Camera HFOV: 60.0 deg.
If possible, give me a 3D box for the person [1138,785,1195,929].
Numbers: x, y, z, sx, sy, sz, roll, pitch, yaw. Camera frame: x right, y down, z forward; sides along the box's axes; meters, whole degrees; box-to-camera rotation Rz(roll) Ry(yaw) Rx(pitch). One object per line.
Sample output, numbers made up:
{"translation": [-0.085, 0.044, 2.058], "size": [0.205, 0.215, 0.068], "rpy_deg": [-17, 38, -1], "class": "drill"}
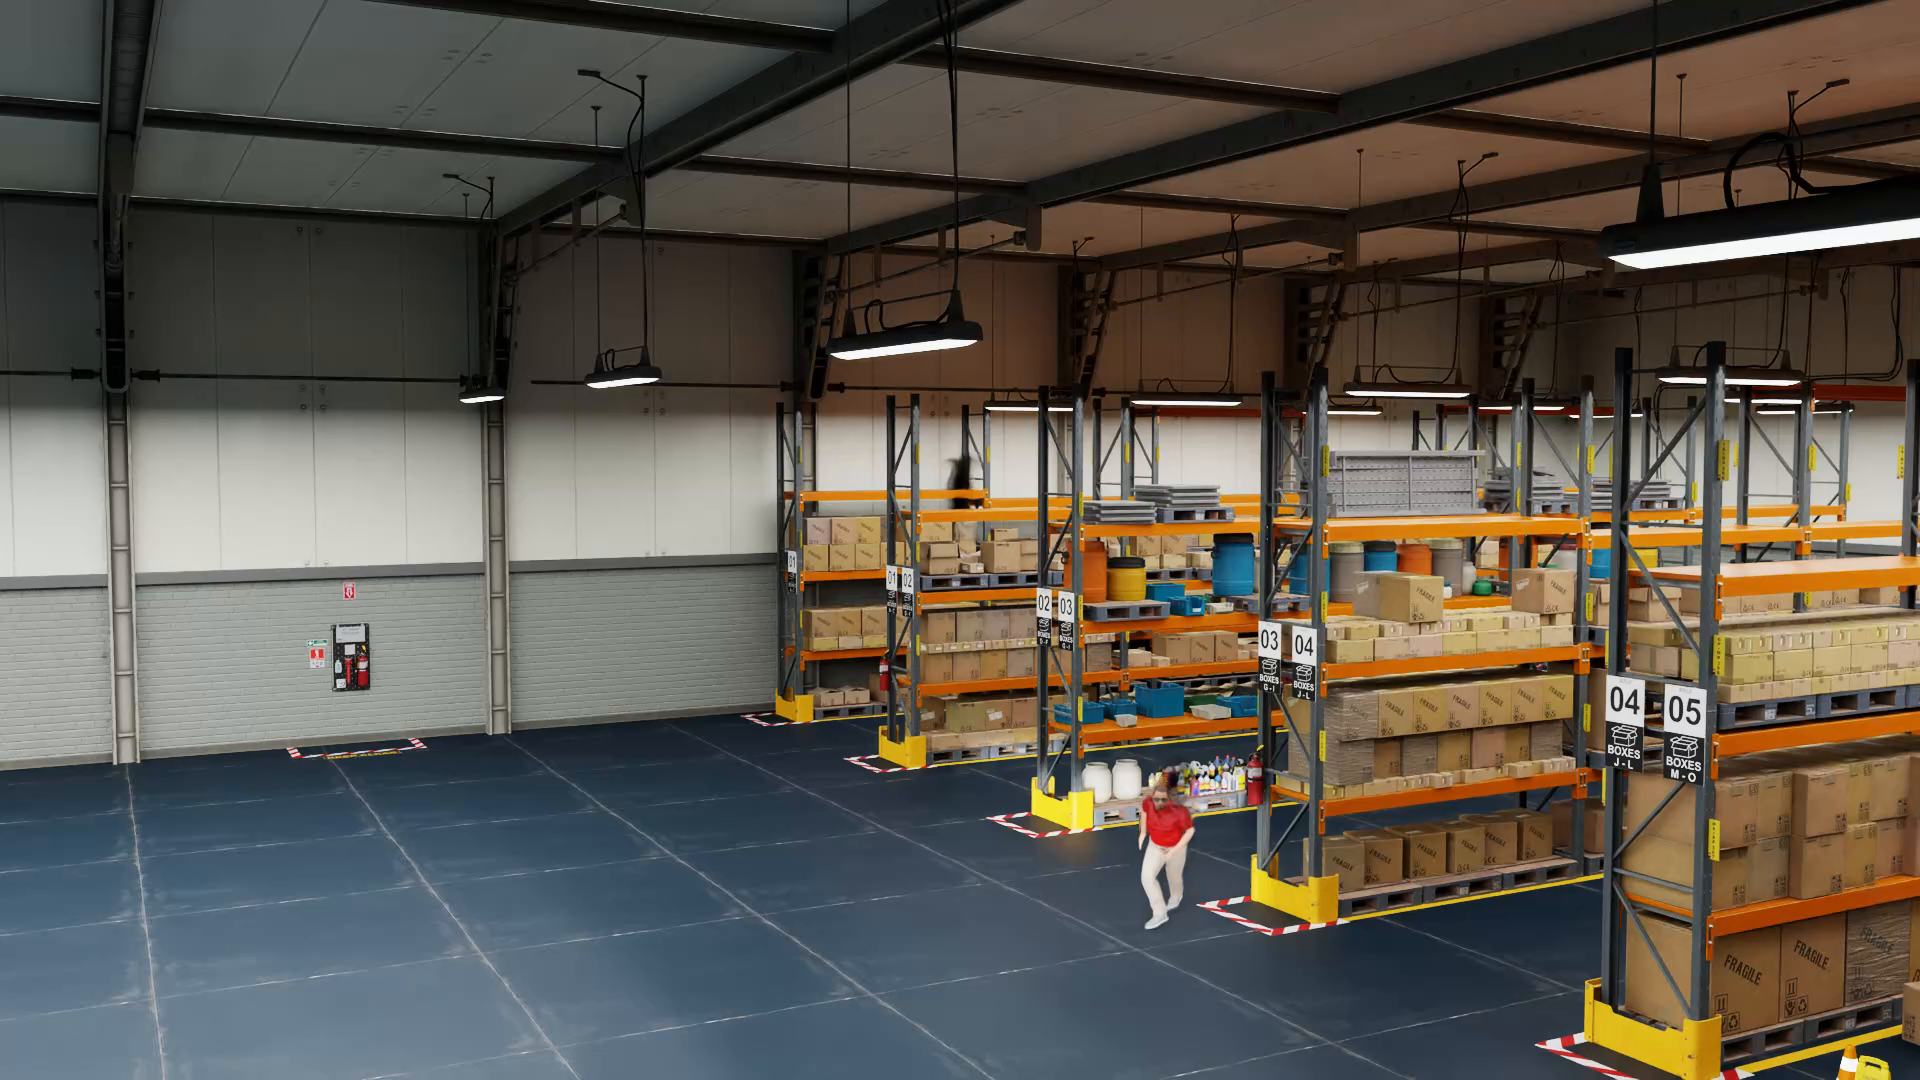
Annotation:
{"translation": [2.277, 3.350, 18.036], "size": [0.675, 1.563, 1.048], "rpy_deg": [2, 4, 25], "class": "person"}
